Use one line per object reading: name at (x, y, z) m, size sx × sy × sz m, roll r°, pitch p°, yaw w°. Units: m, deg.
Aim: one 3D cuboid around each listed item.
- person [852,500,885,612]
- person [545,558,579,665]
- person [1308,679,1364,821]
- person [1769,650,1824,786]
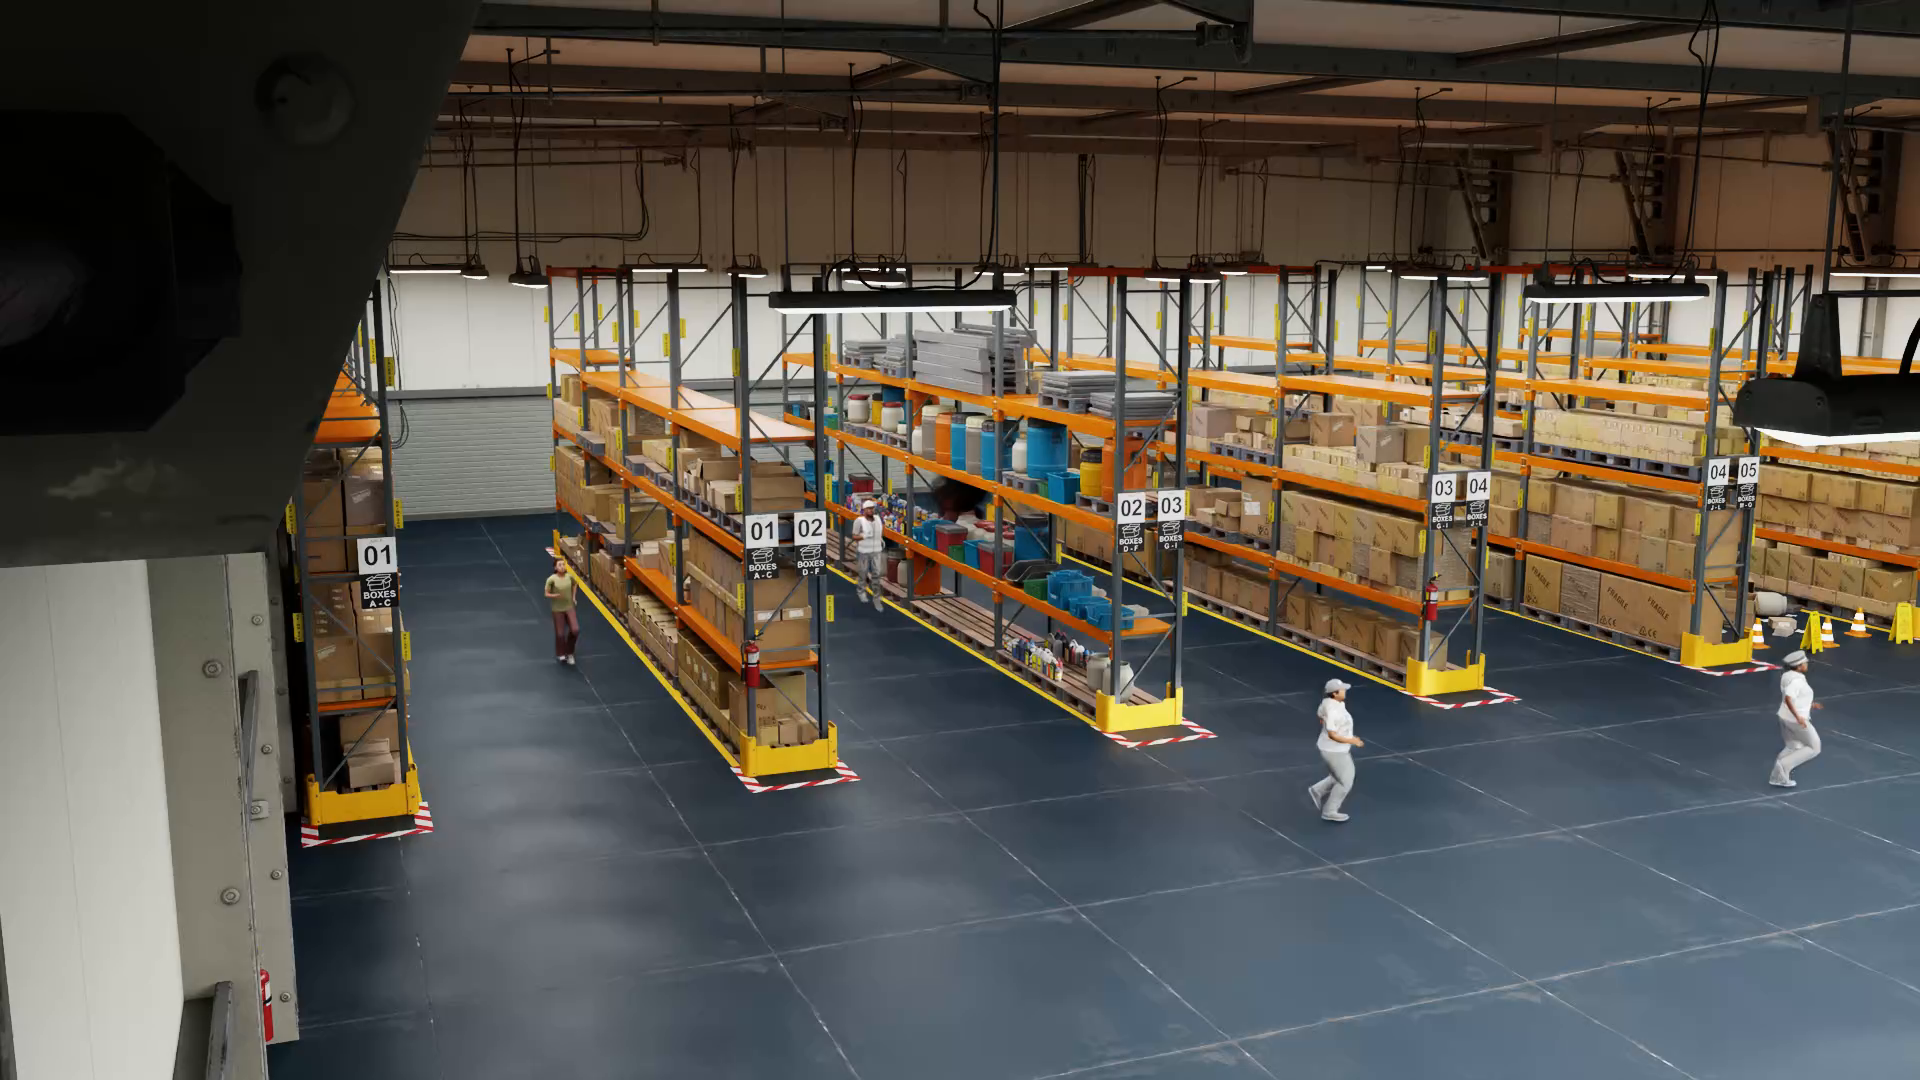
person at (-1.522, 0.267, 28.372) m, size 0.657 × 1.891 × 0.695 m, roll -5°, pitch 11°, yaw -24°
person at (-6.091, 1.099, 25.572) m, size 0.561 × 1.678 × 0.620 m, roll -6°, pitch 11°, yaw -29°
person at (4.203, 2.338, 18.583) m, size 0.568 × 1.618 × 0.602 m, roll 1°, pitch 10°, yaw 6°
person at (9.943, 2.118, 19.689) m, size 0.559 × 1.652 × 0.560 m, roll 1°, pitch 10°, yaw 4°
